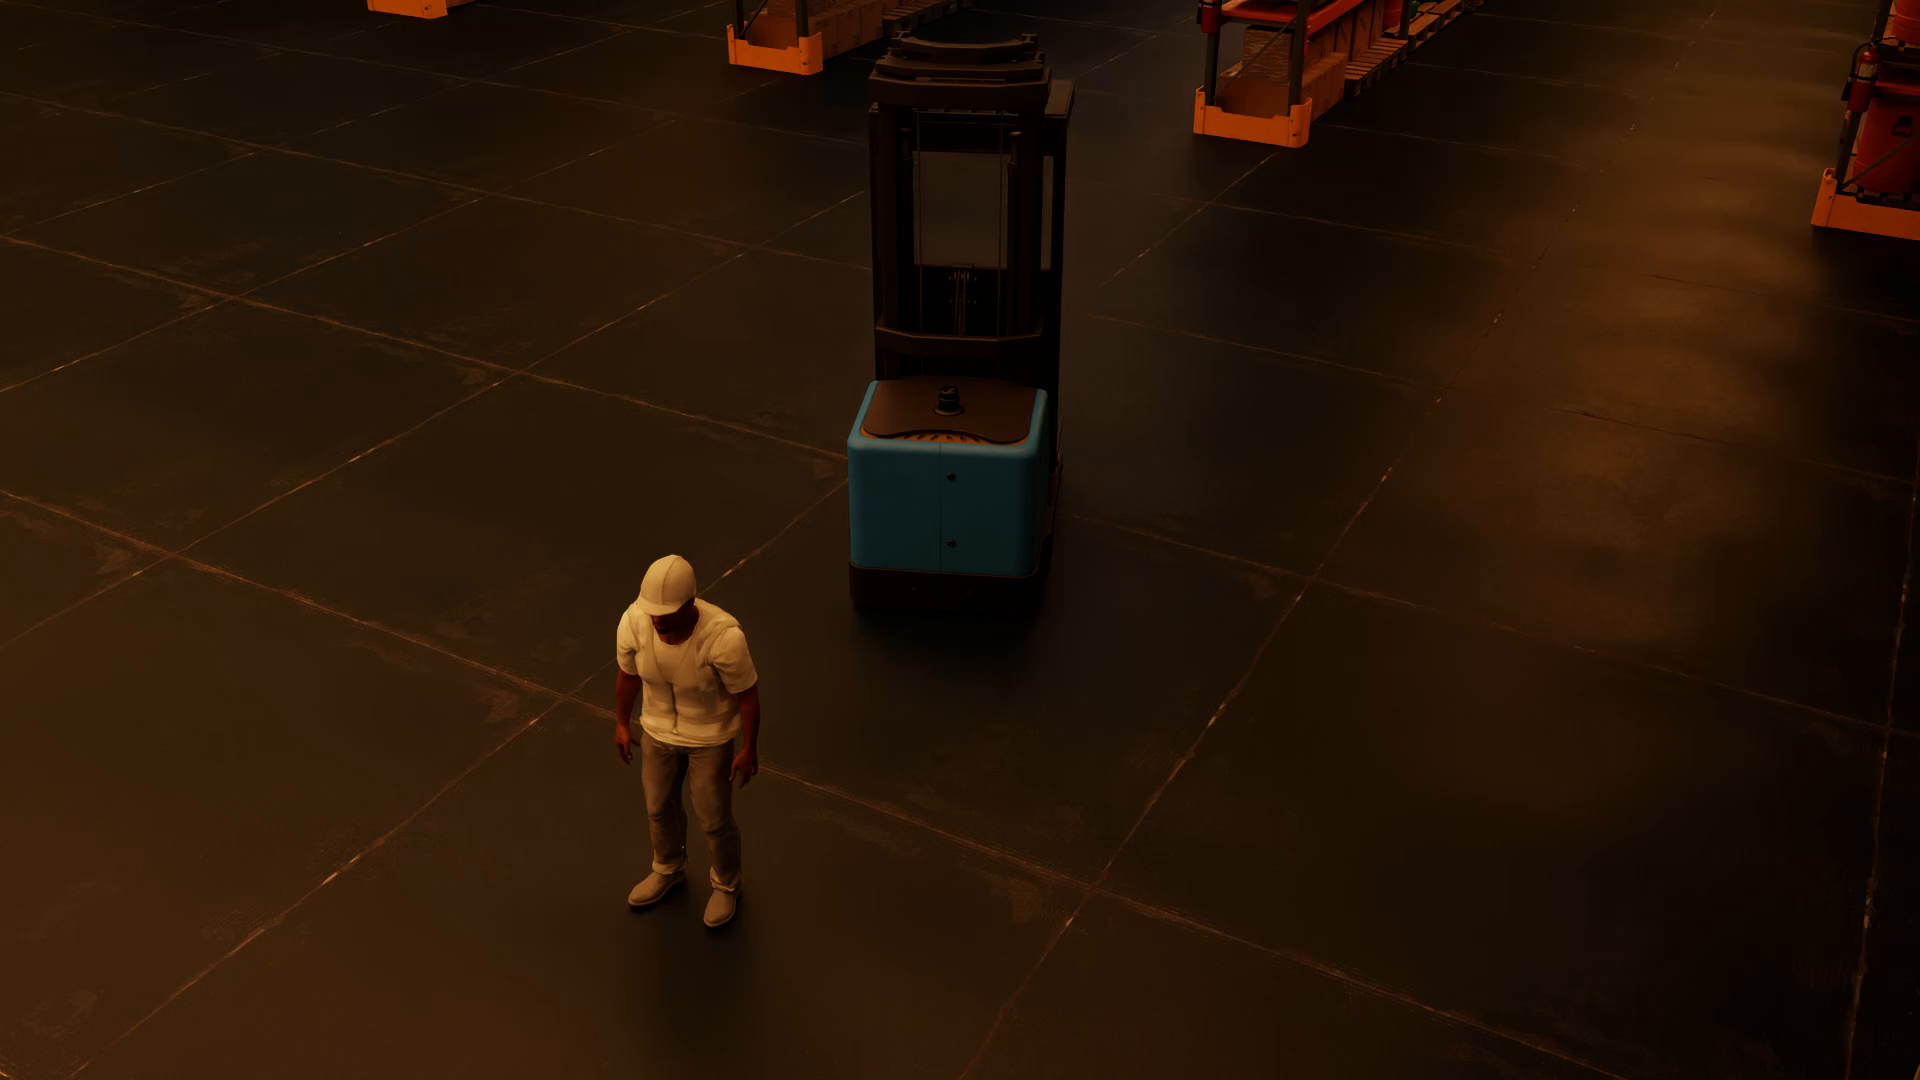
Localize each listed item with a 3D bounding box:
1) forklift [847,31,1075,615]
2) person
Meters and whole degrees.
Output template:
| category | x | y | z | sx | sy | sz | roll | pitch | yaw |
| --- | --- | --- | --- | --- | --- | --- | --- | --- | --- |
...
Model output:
| category | x | y | z | sx | sy | sz | roll | pitch | yaw |
| --- | --- | --- | --- | --- | --- | --- | --- | --- | --- |
| forklift | 0.072 | -1.572 | 9.794 | 1.130 | 2.935 | 3.031 | 3 | 30 | 6 |
| person | -1.126 | 0.808 | 6.846 | 0.635 | 1.760 | 0.456 | 9 | 31 | 16 |
